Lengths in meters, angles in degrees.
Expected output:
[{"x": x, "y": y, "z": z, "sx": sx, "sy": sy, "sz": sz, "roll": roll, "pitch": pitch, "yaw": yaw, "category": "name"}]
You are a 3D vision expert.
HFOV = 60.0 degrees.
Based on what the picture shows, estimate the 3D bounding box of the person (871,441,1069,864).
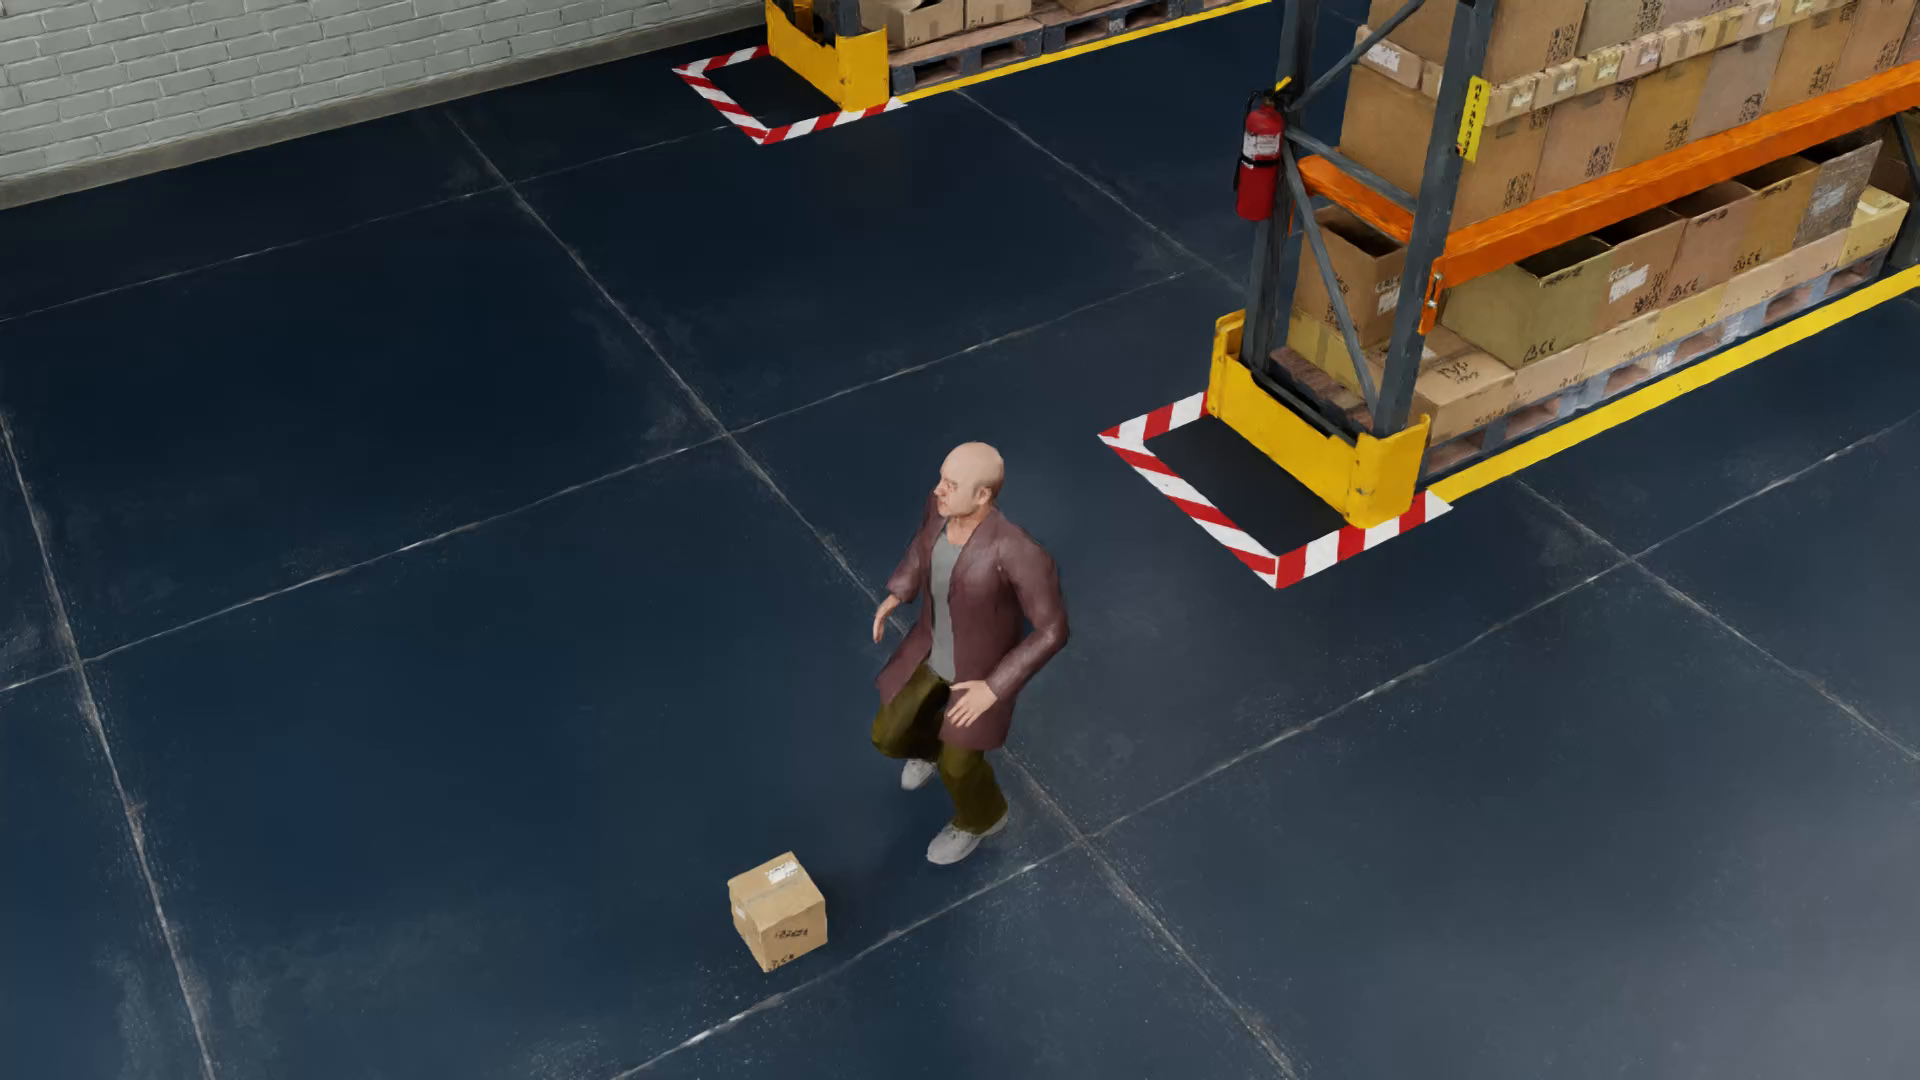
[{"x": 0.009, "y": 0.424, "z": 5.696, "sx": 0.772, "sy": 1.744, "sz": 0.521, "roll": 31, "pitch": 49, "yaw": 31, "category": "person"}]
